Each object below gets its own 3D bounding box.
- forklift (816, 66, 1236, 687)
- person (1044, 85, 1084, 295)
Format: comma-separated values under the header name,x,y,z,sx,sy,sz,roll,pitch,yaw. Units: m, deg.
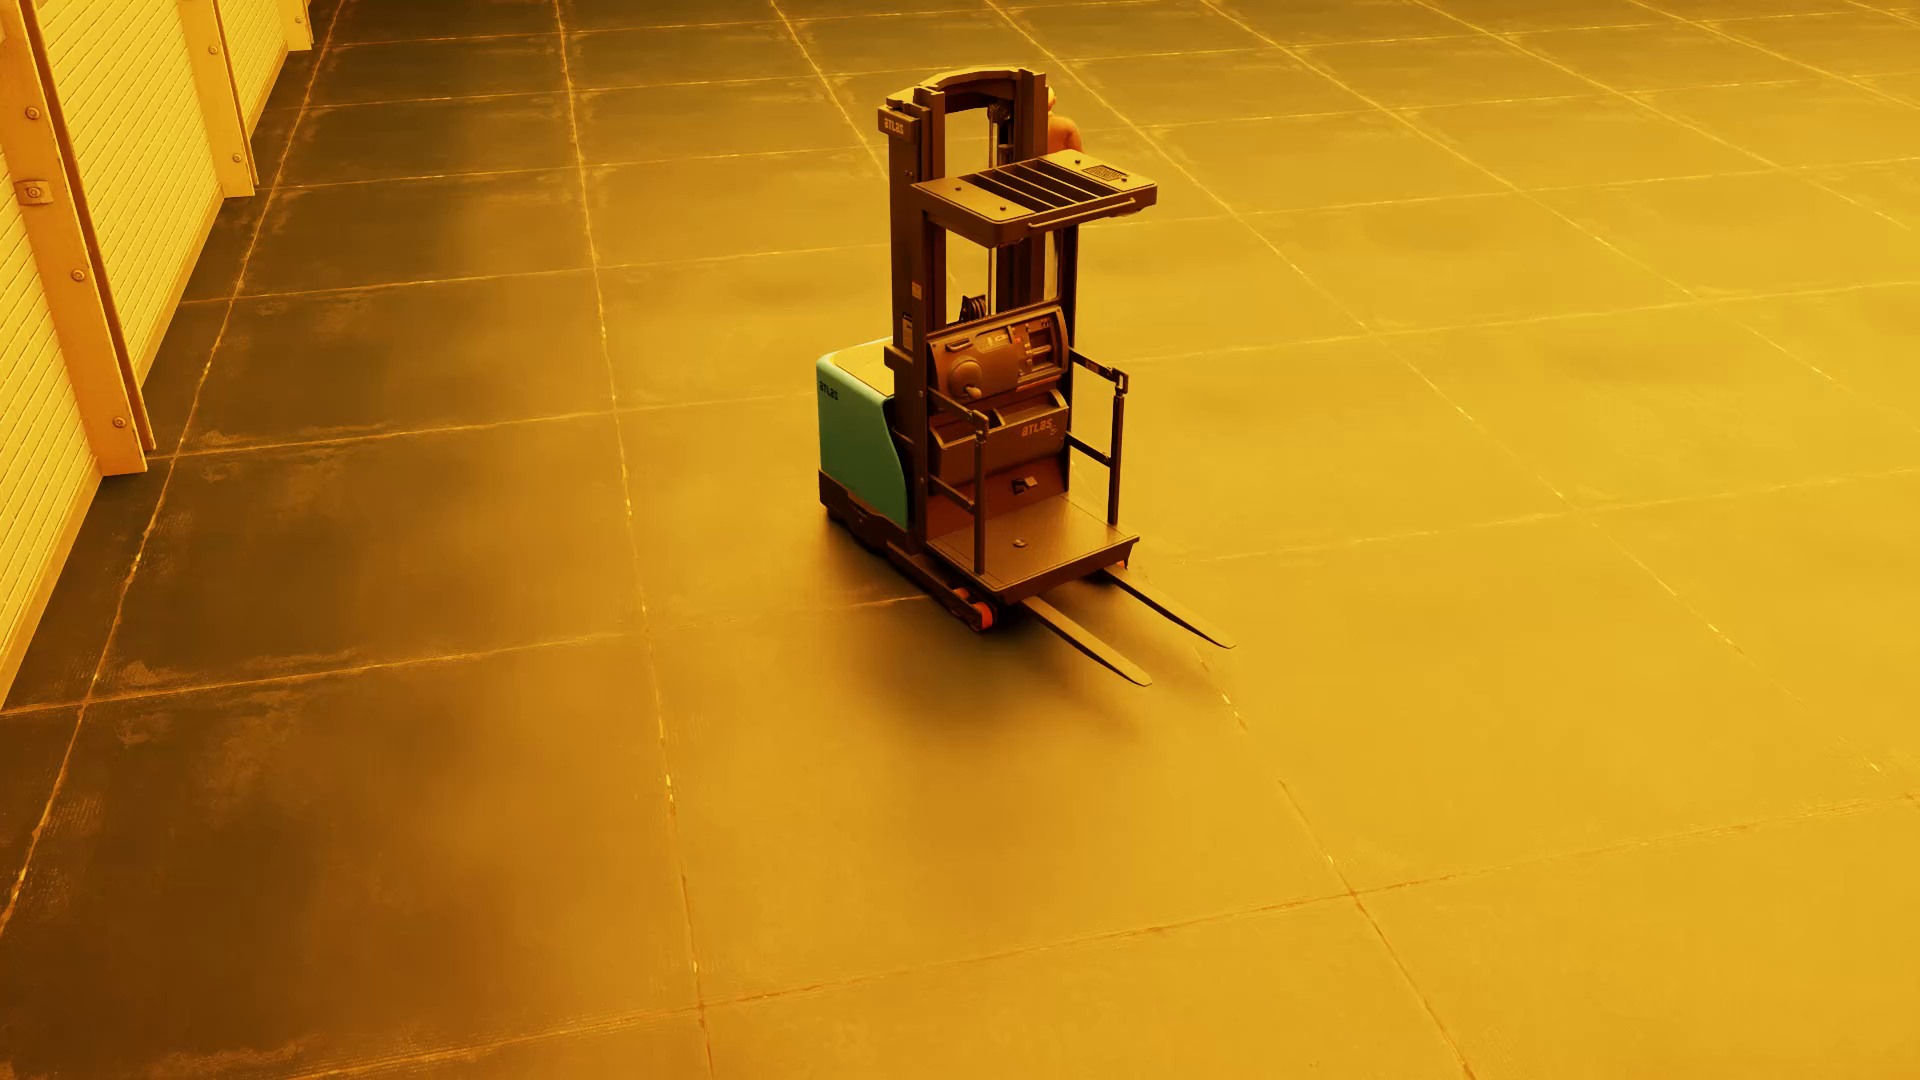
name,x,y,z,sx,sy,sz,roll,pitch,yaw
forklift,0.355,-1.021,9.338,1.130,2.935,3.031,-20,35,-30
person,0.694,-2.904,13.735,0.690,1.785,0.554,-1,30,-2
